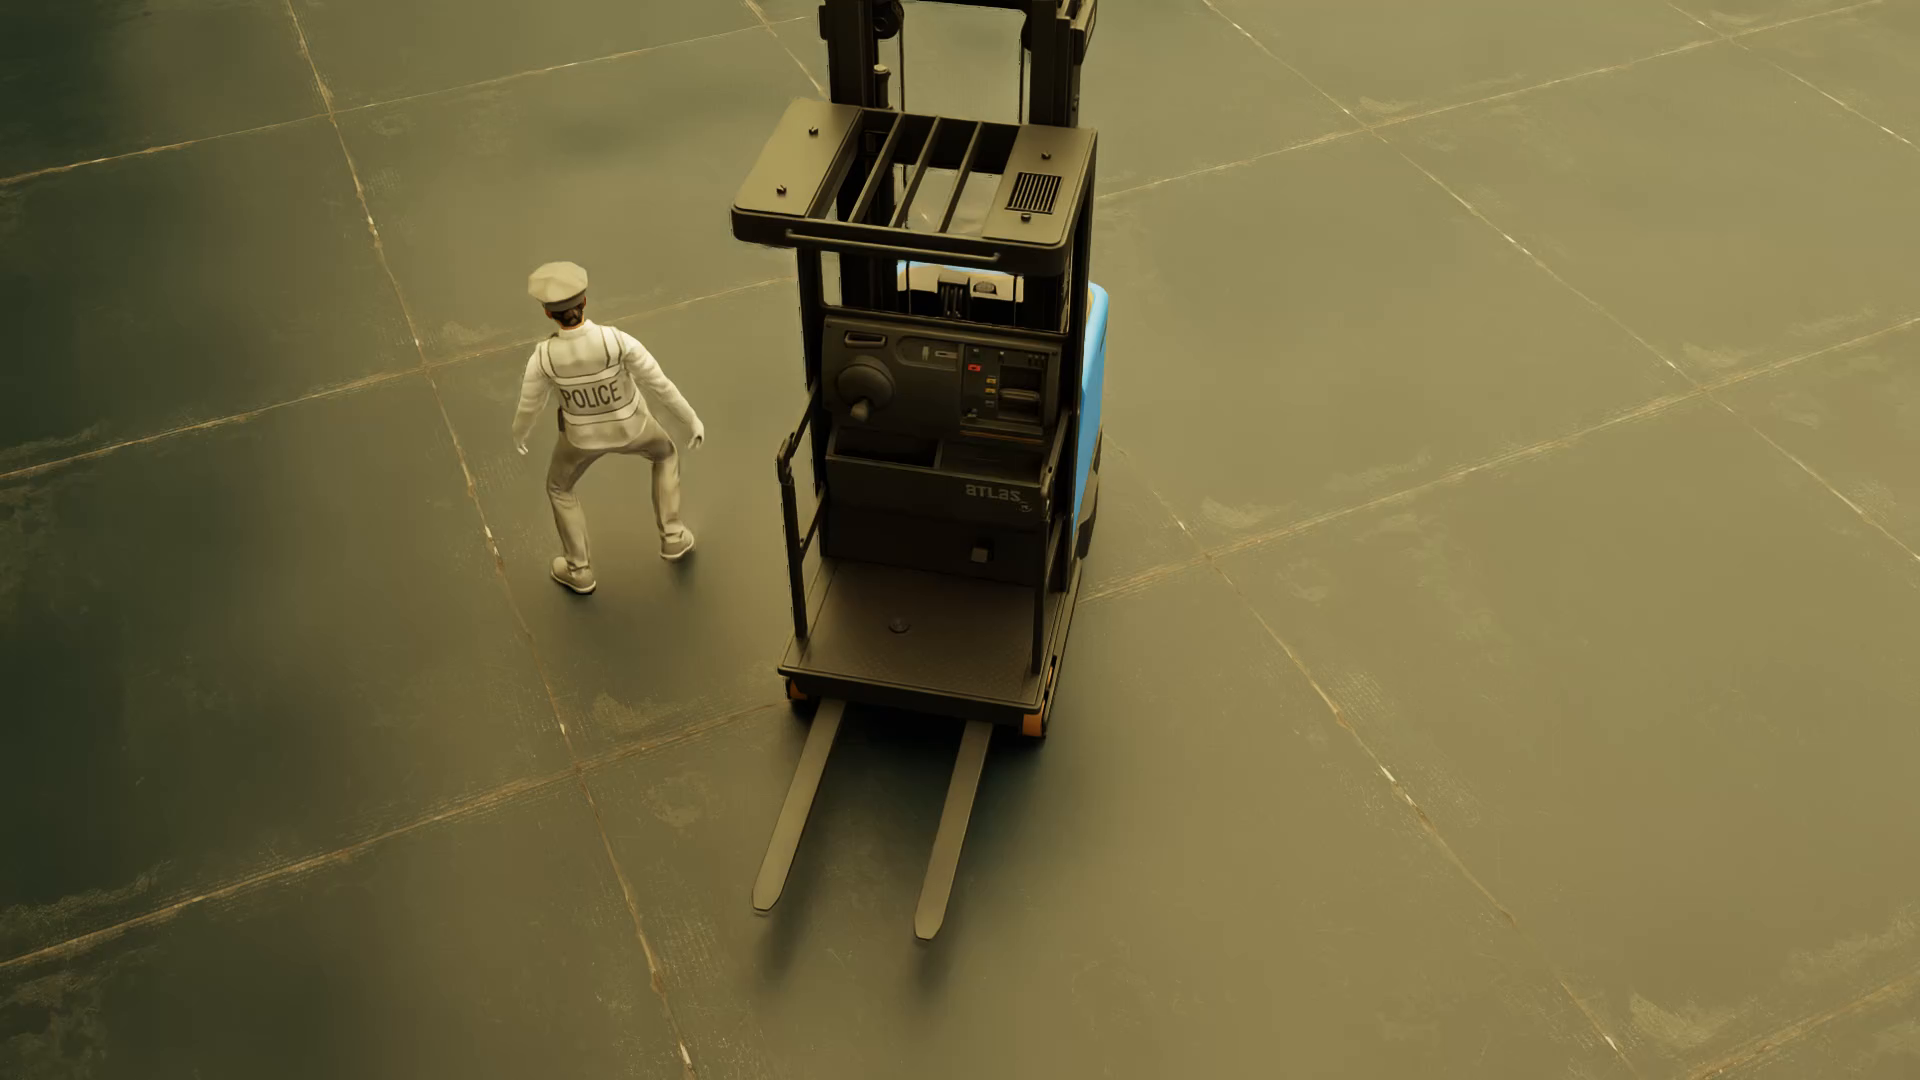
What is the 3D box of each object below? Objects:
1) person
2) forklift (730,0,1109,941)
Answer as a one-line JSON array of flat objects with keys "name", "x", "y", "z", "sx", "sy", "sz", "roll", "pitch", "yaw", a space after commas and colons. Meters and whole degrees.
[{"name": "person", "x": -1.533, "y": -0.496, "z": 7.220, "sx": 0.828, "sy": 1.581, "sz": 0.472, "roll": -6, "pitch": 43, "yaw": -6}, {"name": "forklift", "x": -0.119, "y": -0.530, "z": 6.248, "sx": 1.130, "sy": 2.935, "sz": 3.031, "roll": 8, "pitch": 44, "yaw": 9}]
